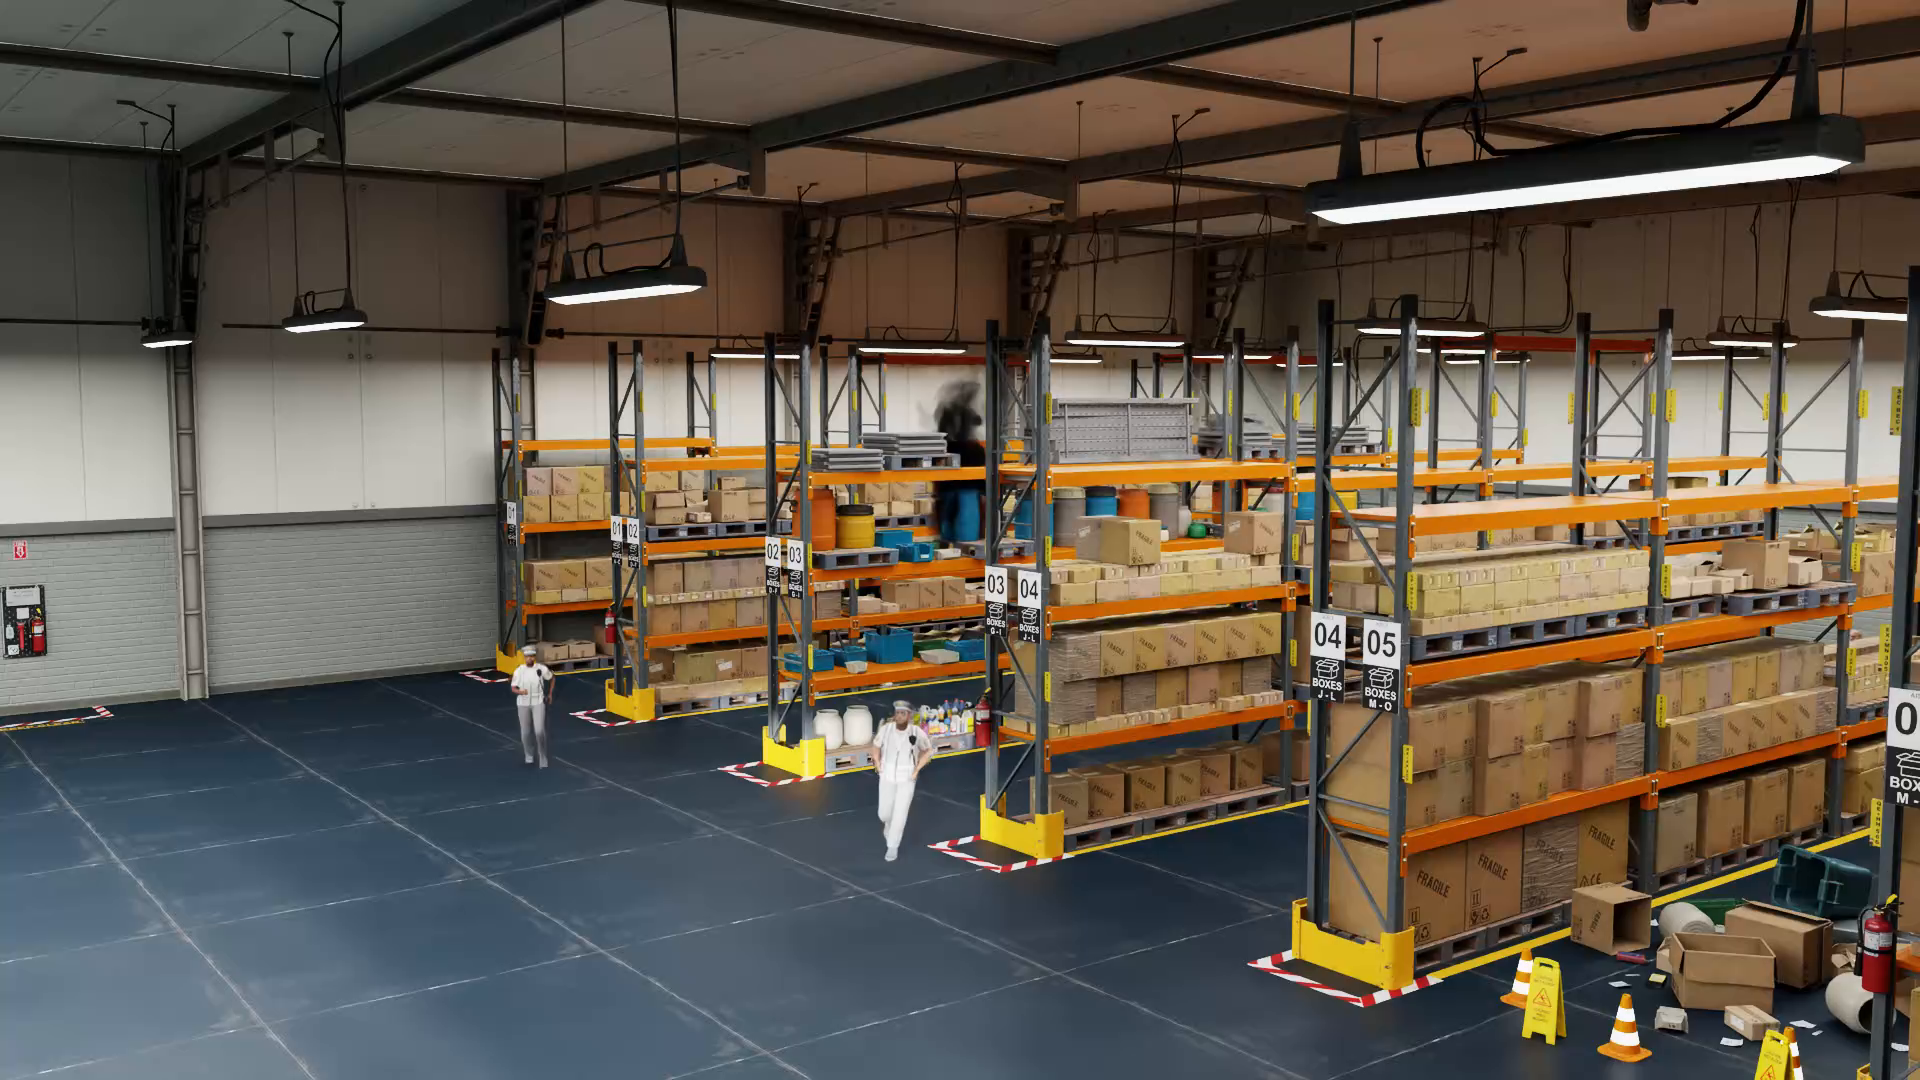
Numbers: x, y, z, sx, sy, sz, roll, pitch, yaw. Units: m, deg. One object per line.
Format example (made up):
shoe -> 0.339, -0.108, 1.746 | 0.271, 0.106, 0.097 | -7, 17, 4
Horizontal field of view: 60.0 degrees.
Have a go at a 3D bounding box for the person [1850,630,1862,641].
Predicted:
person -> 13.173, 2.167, 24.449 | 0.678, 1.731, 0.694 | -3, 6, -31

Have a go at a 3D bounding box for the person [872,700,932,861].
person -> -0.659, 2.656, 18.725 | 0.678, 1.761, 0.763 | 1, 5, 9

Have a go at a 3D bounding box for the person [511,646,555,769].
person -> -5.906, 2.311, 22.975 | 0.574, 1.727, 0.709 | -1, 5, -9
